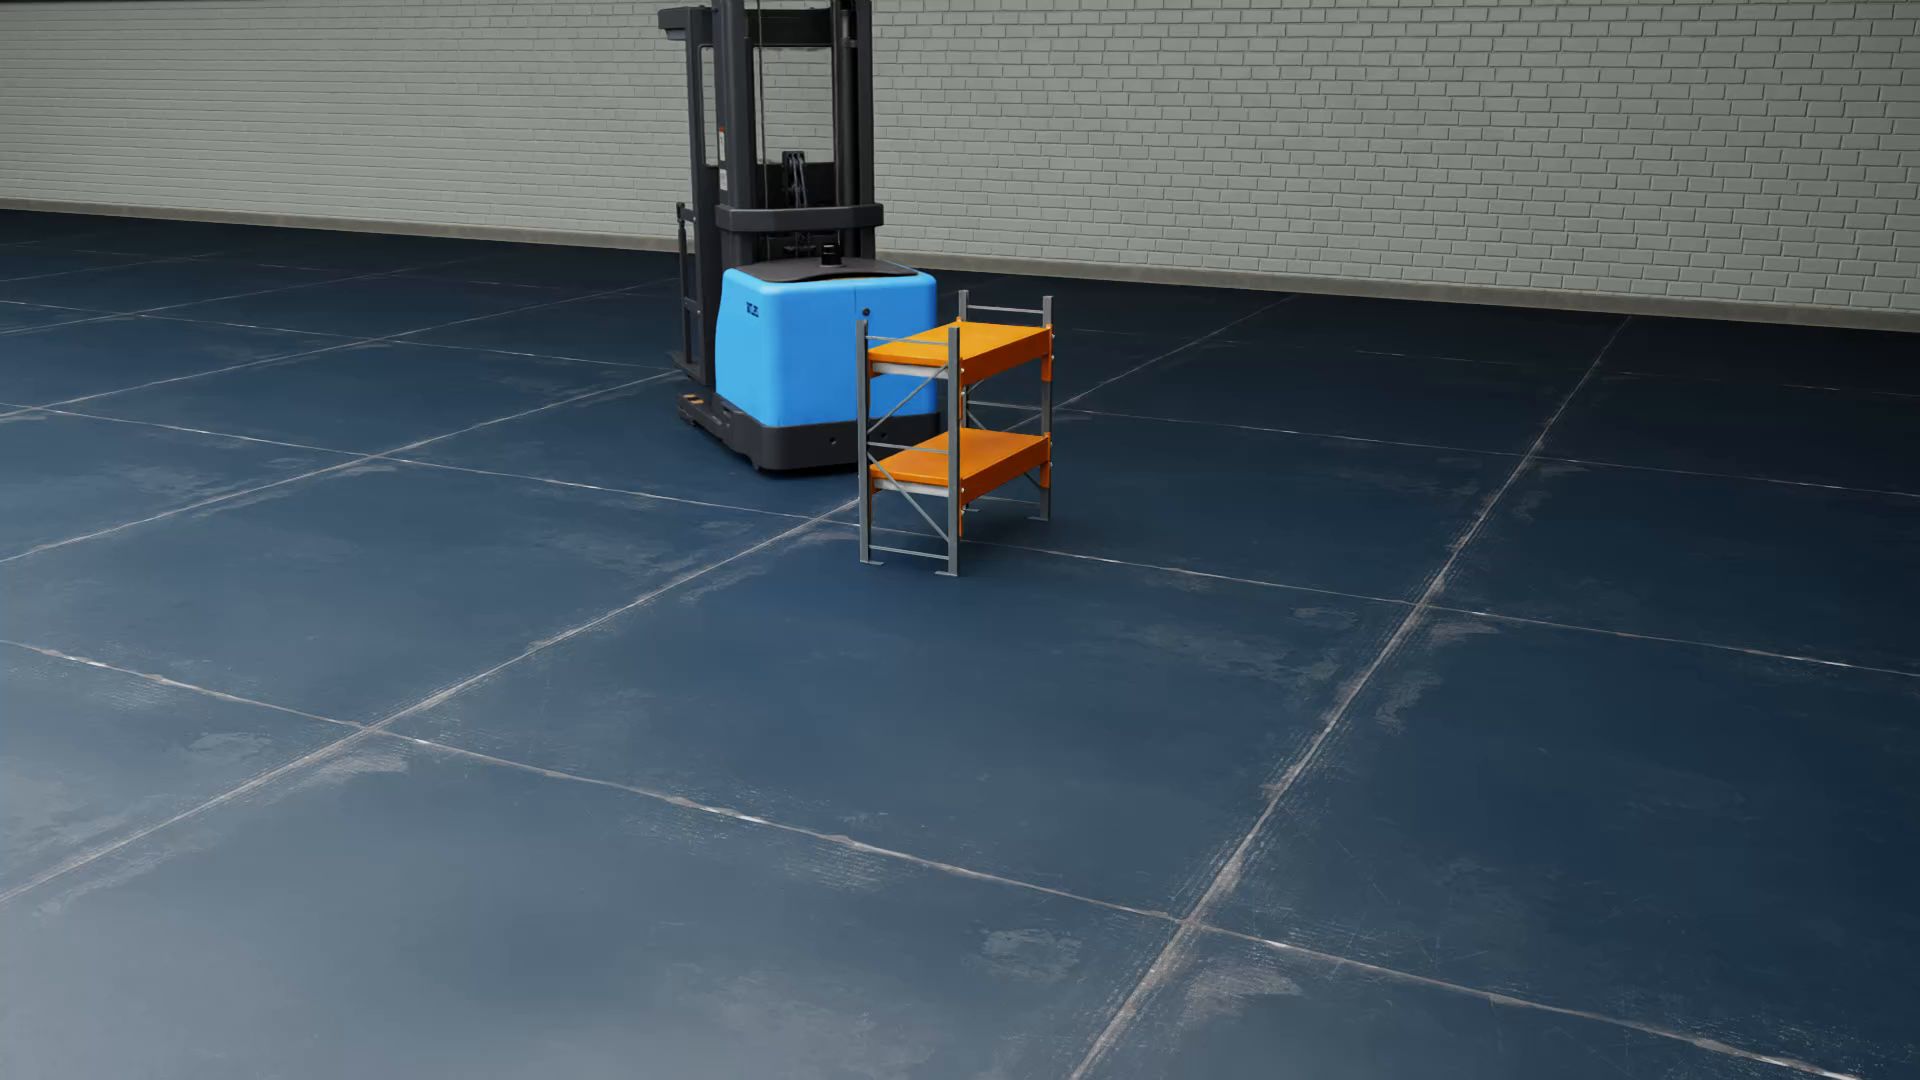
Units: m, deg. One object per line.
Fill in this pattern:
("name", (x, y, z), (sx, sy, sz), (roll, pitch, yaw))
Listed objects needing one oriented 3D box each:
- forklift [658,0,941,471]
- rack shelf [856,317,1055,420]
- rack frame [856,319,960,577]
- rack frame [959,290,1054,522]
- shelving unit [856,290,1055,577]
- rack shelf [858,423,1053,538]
("forklift", (-1.158, -2.161, 10.153), (1.130, 2.935, 3.031), (-7, 18, -22))
("rack shelf", (-0.003, -0.818, 7.775), (0.538, 0.278, 1.000), (8, 18, 25))
("rack frame", (-0.230, -0.408, 7.422), (0.500, 1.125, 0.032), (8, 18, 25))
("rack frame", (0.224, -0.667, 8.294), (0.500, 1.125, 0.032), (8, 18, 25))
("shelving unit", (-0.003, -0.537, 7.858), (0.538, 1.125, 1.048), (8, 18, 25))
("rack shelf", (-0.003, -0.303, 7.928), (0.538, 0.278, 1.000), (8, 18, 25))
